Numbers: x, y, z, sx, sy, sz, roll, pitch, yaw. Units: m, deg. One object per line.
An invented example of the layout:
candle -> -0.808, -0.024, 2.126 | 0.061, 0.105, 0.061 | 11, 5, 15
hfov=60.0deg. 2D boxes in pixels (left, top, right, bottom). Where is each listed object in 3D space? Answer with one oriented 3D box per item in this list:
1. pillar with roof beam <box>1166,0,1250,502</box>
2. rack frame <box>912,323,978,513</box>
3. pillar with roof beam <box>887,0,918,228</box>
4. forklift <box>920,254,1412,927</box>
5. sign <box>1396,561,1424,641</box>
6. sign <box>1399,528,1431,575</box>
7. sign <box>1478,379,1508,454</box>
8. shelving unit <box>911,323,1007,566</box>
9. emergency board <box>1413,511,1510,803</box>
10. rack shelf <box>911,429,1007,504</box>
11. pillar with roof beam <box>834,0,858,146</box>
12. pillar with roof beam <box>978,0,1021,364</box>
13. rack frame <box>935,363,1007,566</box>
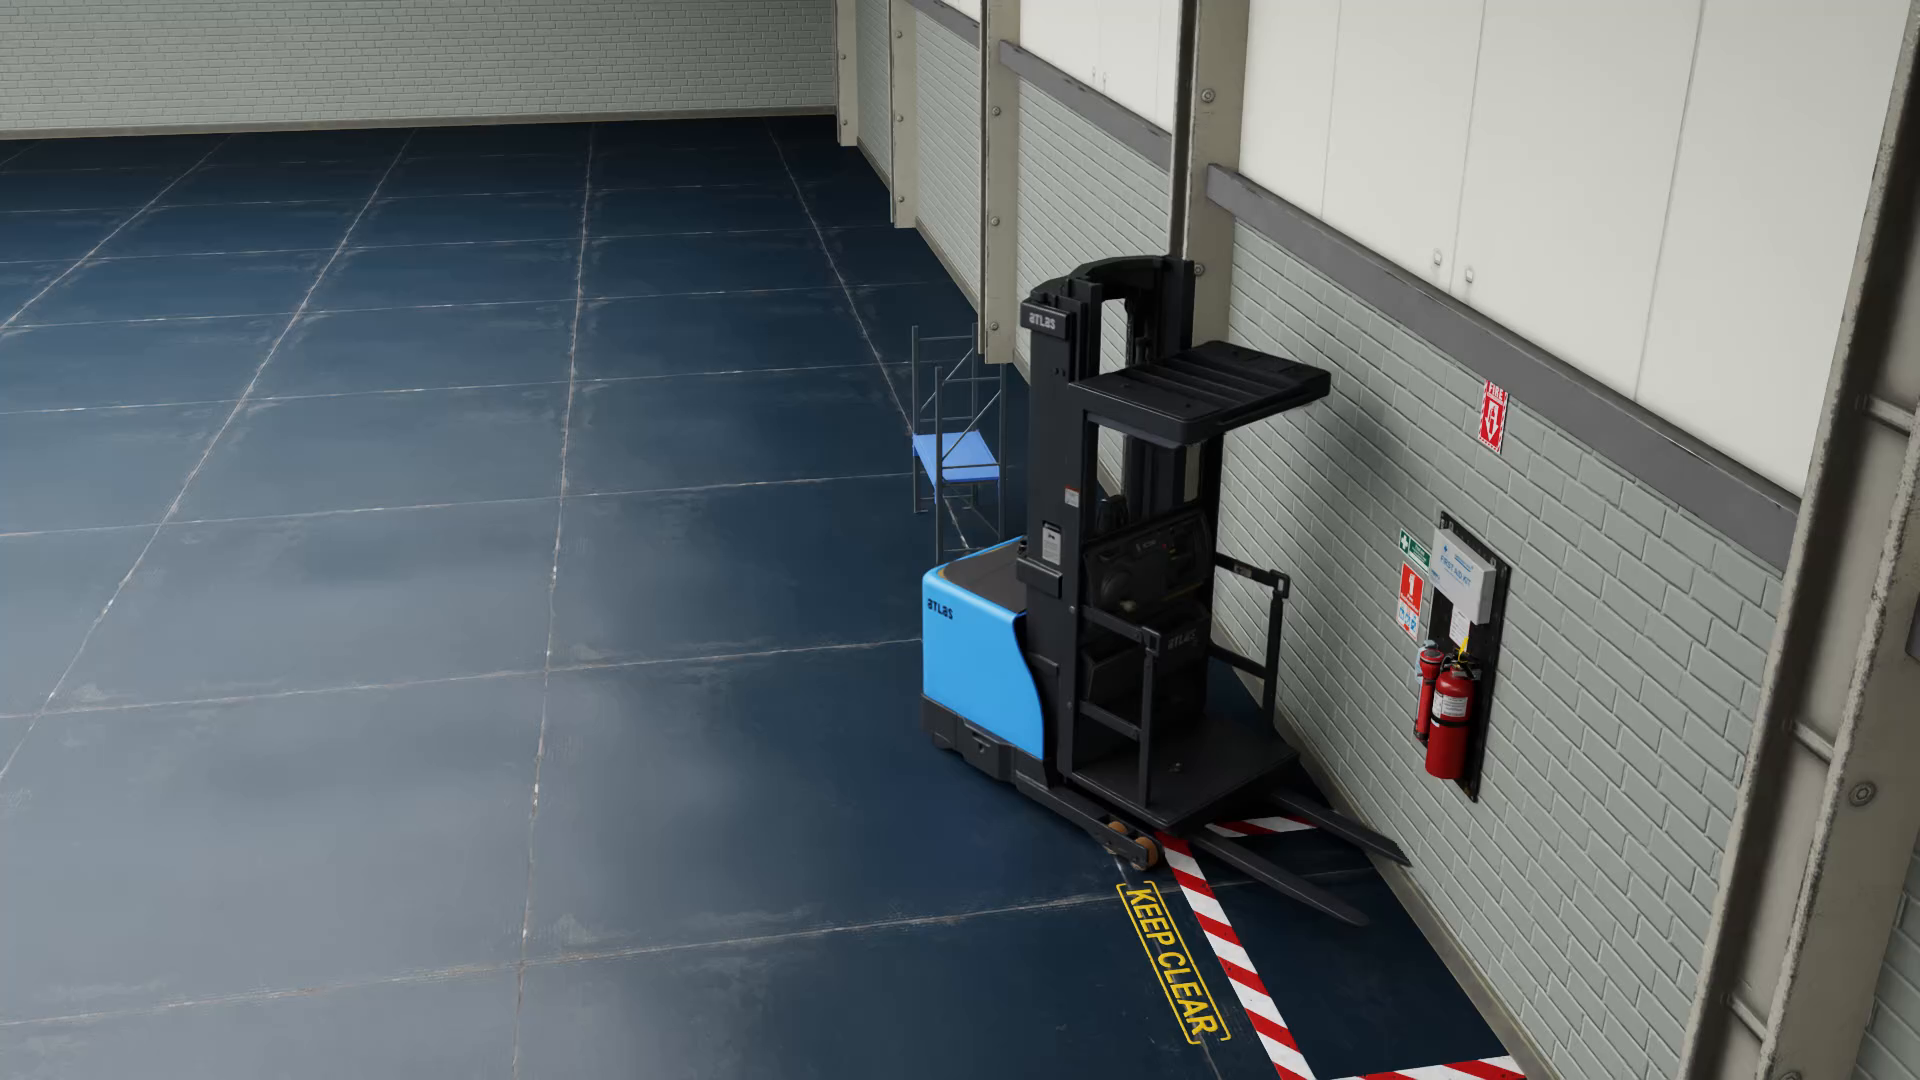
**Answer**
pillar with roof beam -> -2.749, -3.280, 8.759 | 9.100, 9.000, 0.400 | -4, 24, -10
rack frame -> -0.110, -0.921, 12.727 | 0.500, 1.500, 0.032 | -4, 24, -10
pillar with roof beam -> -4.968, -8.000, 19.567 | 9.100, 9.000, 0.400 | -4, 24, -10
forklift -> 1.127, 0.131, 8.531 | 1.130, 2.935, 3.031 | -20, 30, -38
sign -> 2.171, 0.294, 8.026 | 0.001, 0.329, 0.234 | -4, 24, -10
sign -> 2.163, 0.054, 7.915 | 0.001, 0.109, 0.331 | -4, 24, -10
sign -> 2.268, -0.537, 7.078 | 0.001, 0.298, 0.199 | -4, 24, -10
shelving unit -> -0.016, -0.721, 12.269 | 0.538, 1.500, 1.048 | -4, 24, -10
emergency board -> 2.172, 0.536, 7.518 | 0.194, 1.169, 0.643 | -4, 24, -10
rack shelf -> -0.016, -0.556, 12.341 | 0.538, 0.185, 1.000 | -4, 24, -10
pillar with roof beam -> -6.077, -10.360, 24.970 | 9.100, 9.000, 0.400 | -4, 24, -10
pillar with roof beam -> -3.858, -5.640, 14.163 | 9.100, 9.000, 0.400 | -4, 24, -10
rack frame -> 0.078, -0.521, 11.811 | 0.500, 1.500, 0.032 | -4, 24, -10
